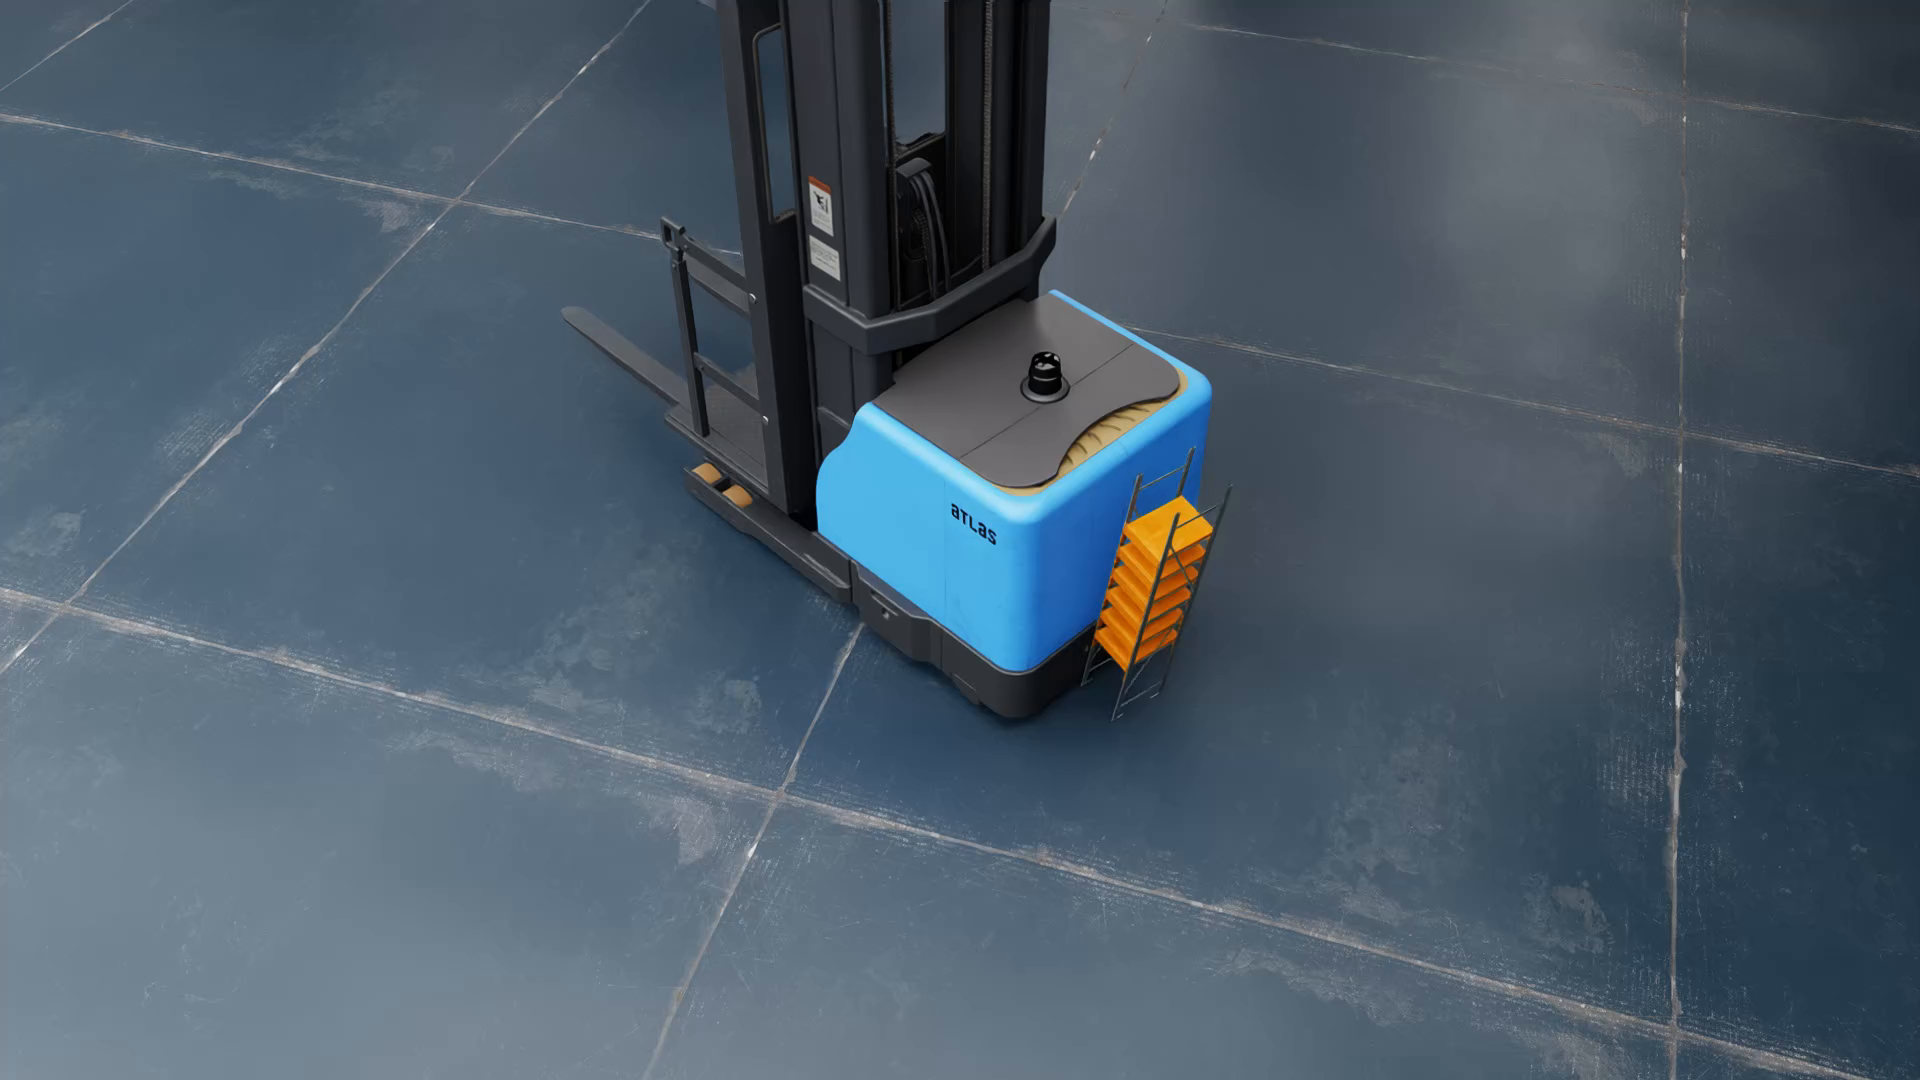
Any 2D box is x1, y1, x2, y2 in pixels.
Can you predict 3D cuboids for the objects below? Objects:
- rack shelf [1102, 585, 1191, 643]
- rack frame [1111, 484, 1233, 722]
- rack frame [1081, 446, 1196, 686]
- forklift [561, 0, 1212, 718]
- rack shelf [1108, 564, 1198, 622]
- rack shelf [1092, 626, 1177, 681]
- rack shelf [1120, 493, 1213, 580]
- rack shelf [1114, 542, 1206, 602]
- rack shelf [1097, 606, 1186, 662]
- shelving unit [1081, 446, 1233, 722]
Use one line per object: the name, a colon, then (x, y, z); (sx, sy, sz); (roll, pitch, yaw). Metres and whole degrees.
rack shelf: (0.650, 0.209, 5.730); (0.258, 0.103, 0.180); (-27, 59, -25)
rack frame: (0.707, 0.243, 5.653); (0.240, 1.200, 0.006); (-27, 59, -25)
rack frame: (0.601, 0.120, 5.738); (0.240, 1.200, 0.006); (-27, 59, -25)
forklift: (-0.496, -1.332, 6.015); (1.130, 2.935, 3.031); (-35, 54, -30)
rack shelf: (0.661, 0.135, 5.636); (0.258, 0.103, 0.180); (-27, 59, -25)
rack shelf: (0.628, 0.357, 5.918); (0.258, 0.103, 0.180); (-27, 59, -25)
rack shelf: (0.683, -0.013, 5.449); (0.258, 0.103, 0.180); (-27, 59, -25)
rack shelf: (0.672, 0.061, 5.543); (0.258, 0.103, 0.180); (-27, 59, -25)
rack shelf: (0.639, 0.283, 5.824); (0.258, 0.103, 0.180); (-27, 59, -25)
shelving unit: (0.654, 0.182, 5.695); (0.258, 1.200, 0.189); (-27, 59, -25)
